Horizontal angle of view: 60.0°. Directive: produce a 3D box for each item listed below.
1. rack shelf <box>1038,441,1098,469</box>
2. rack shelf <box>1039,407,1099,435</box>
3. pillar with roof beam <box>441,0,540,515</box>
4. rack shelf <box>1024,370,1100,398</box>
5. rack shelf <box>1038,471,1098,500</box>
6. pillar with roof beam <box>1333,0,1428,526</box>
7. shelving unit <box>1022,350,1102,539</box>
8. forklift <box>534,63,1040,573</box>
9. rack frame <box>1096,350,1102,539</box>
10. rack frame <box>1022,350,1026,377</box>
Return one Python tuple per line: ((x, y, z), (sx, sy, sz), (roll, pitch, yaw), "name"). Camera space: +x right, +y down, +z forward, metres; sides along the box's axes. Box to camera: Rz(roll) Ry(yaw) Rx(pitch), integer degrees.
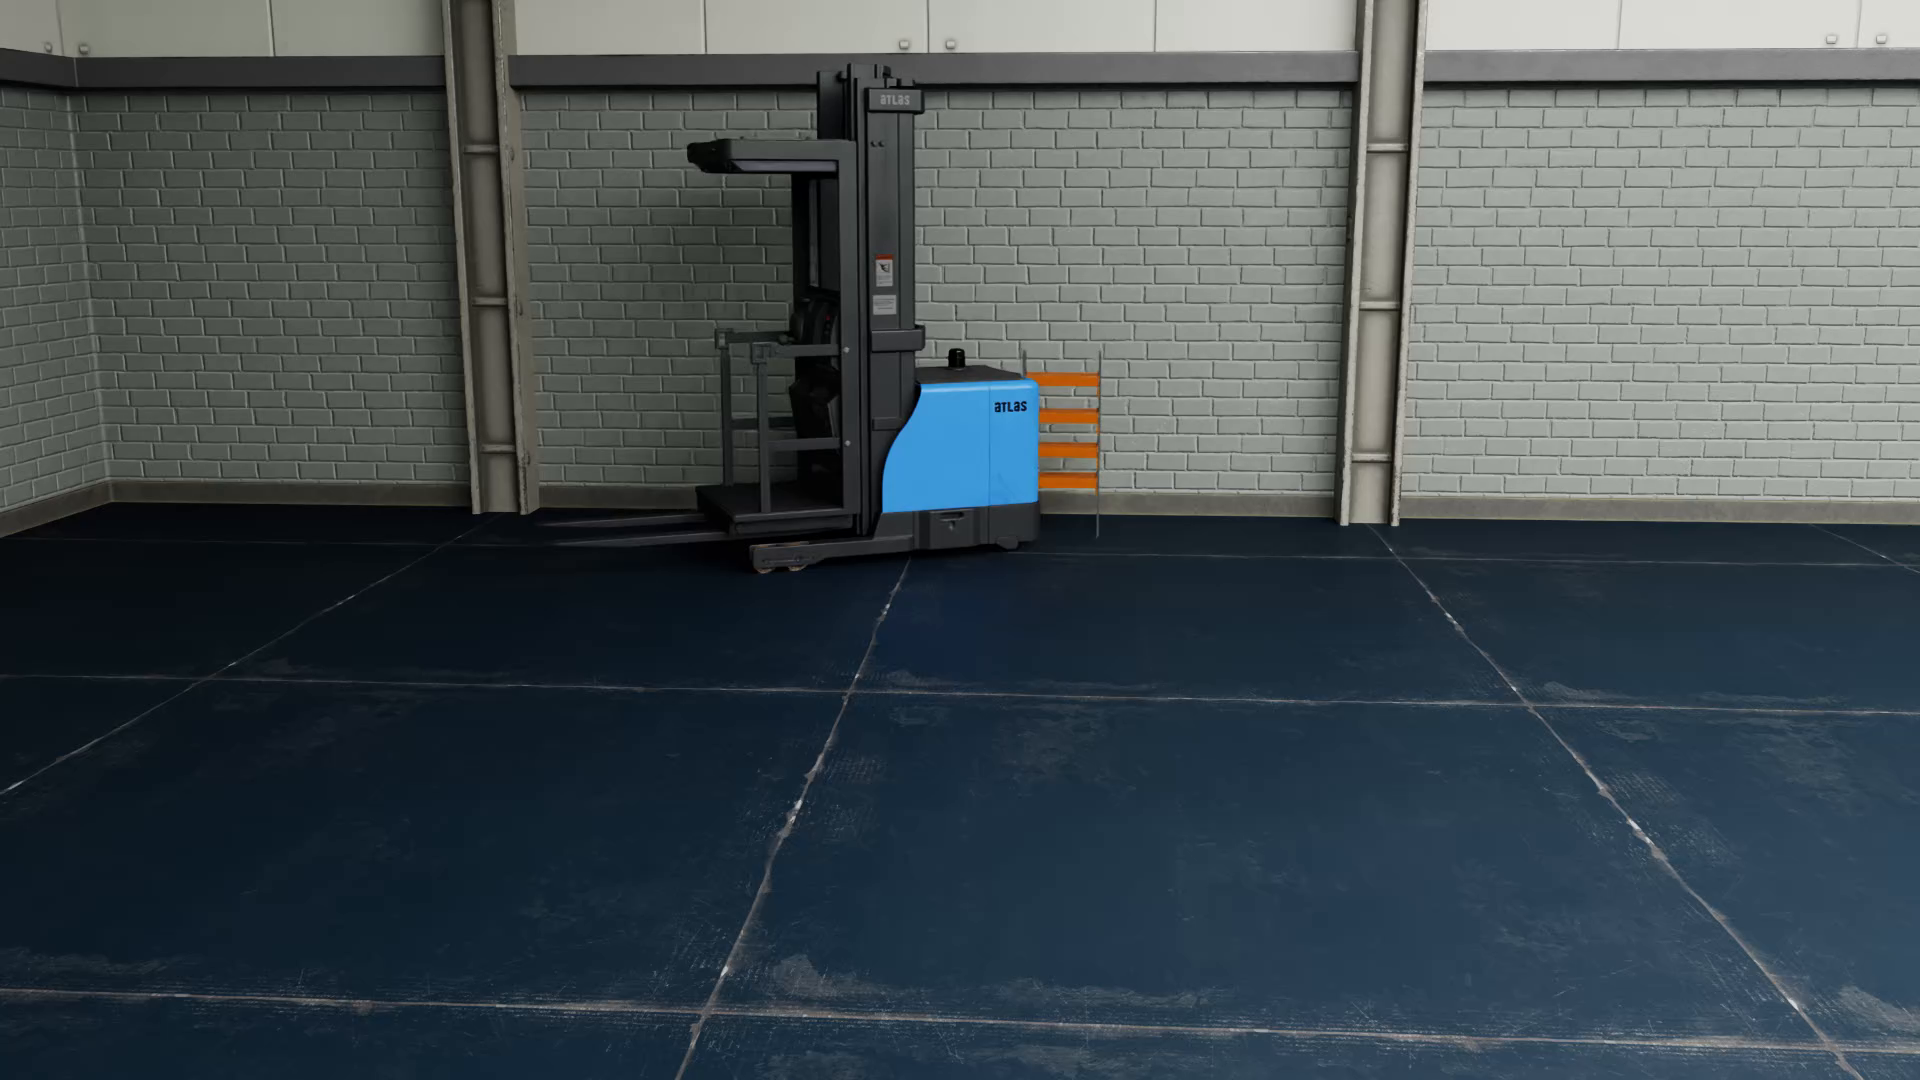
((0.658, -0.555, 10.822), (0.480, 0.148, 0.258), (1, 12, 4), "rack shelf")
((0.658, -0.774, 10.776), (0.480, 0.148, 0.258), (1, 12, 4), "rack shelf")
((-3.497, -3.736, 6.652), (0.400, 9.000, 9.100), (1, 12, 4), "pillar with roof beam")
((0.658, -1.006, 10.728), (0.480, 0.148, 0.258), (1, 12, 4), "rack shelf")
((0.658, -0.361, 10.862), (0.480, 0.148, 0.258), (1, 12, 4), "rack shelf")
((2.489, -3.654, 6.260), (0.400, 9.000, 9.100), (1, 12, 4), "pillar with roof beam")
((0.658, -0.621, 10.808), (0.503, 1.200, 0.258), (1, 12, 4), "shelving unit")
((-1.069, -1.359, 10.109), (3.031, 2.935, 1.130), (-4, 13, -20), "forklift")
((0.901, -0.618, 10.790), (0.015, 1.200, 0.240), (1, 12, 4), "rack frame")
((0.414, -0.625, 10.826), (0.015, 1.200, 0.240), (1, 12, 4), "rack frame")
